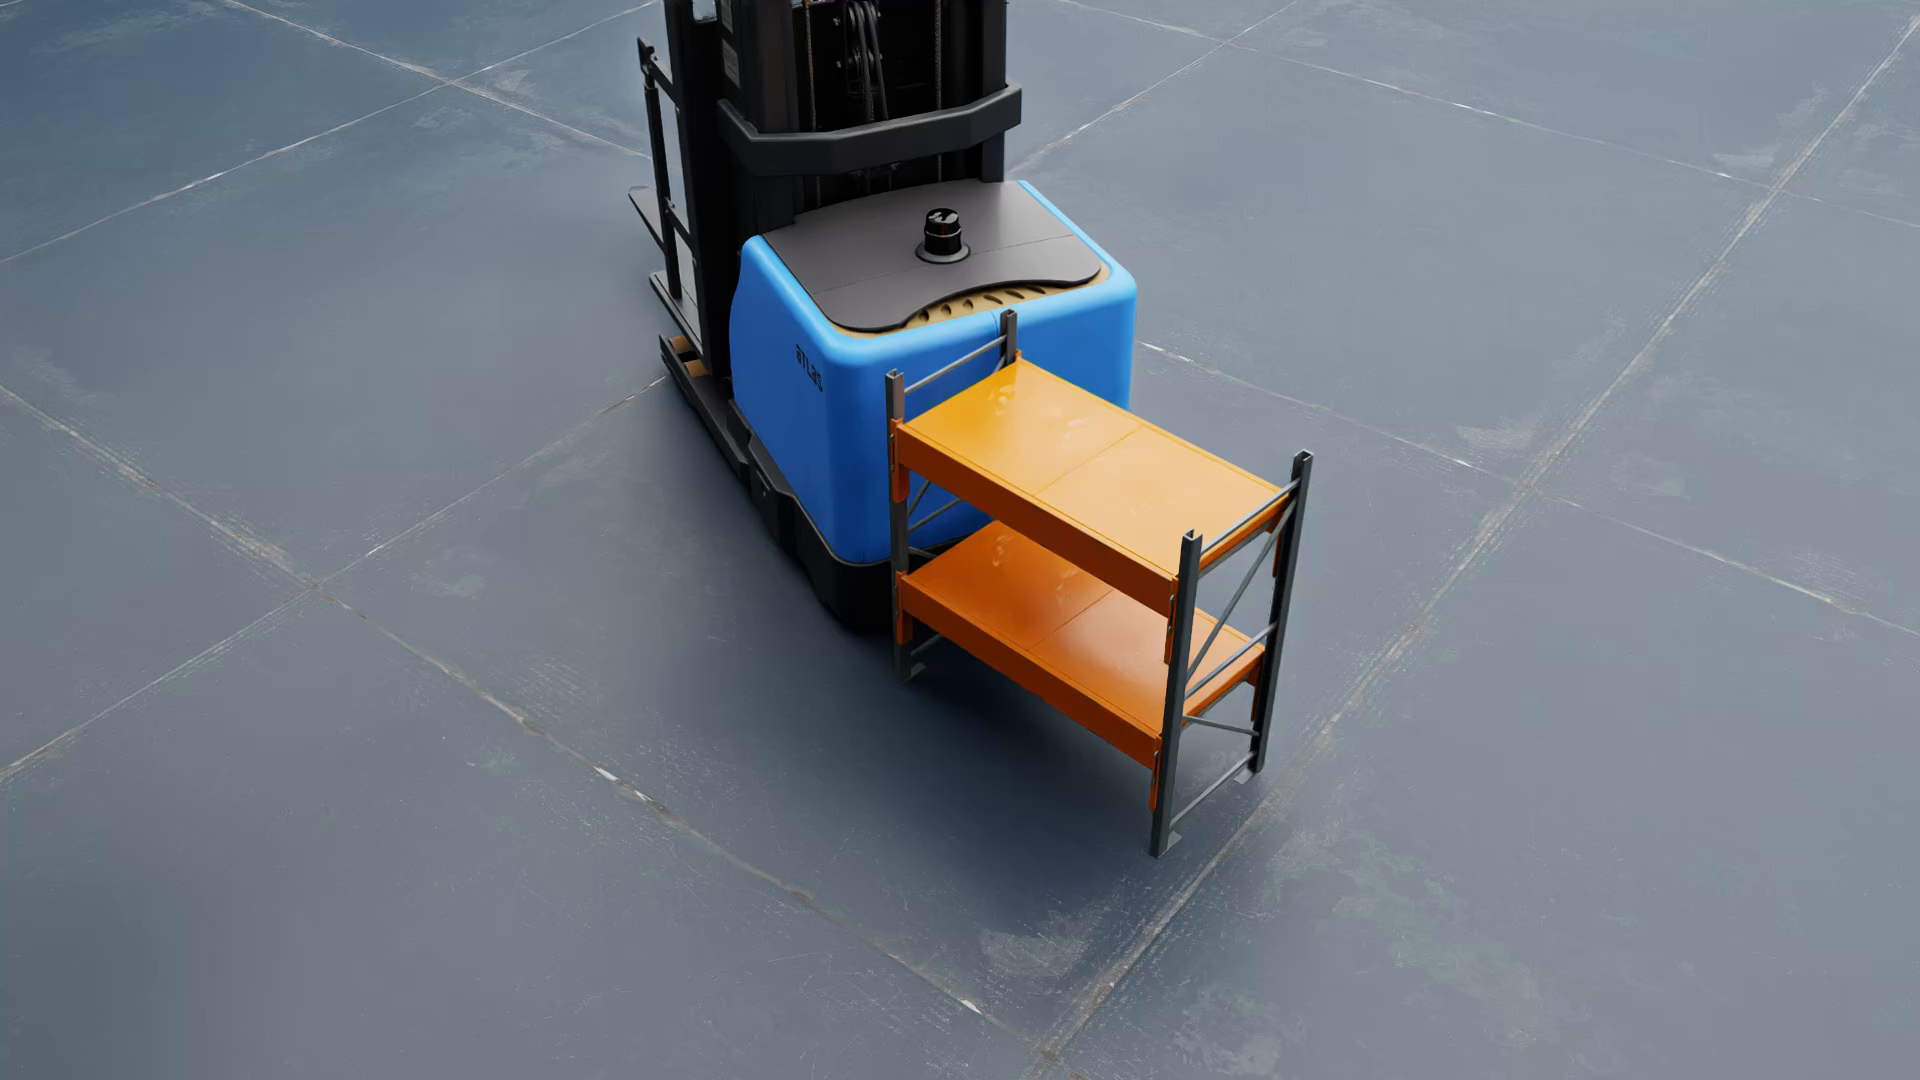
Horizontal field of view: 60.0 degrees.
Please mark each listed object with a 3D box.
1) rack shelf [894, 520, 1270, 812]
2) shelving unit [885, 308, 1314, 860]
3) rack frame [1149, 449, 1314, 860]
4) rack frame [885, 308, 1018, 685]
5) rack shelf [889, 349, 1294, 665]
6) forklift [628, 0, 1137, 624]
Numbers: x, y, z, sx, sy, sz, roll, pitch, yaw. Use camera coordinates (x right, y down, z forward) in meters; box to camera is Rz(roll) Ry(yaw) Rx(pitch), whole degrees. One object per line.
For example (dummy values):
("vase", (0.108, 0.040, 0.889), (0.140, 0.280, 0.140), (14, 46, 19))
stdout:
("rack shelf", (0.346, 0.303, 4.848), (1.000, 0.278, 0.538), (31, 47, 33))
("shelving unit", (0.346, 0.110, 4.697), (1.048, 1.125, 0.538), (31, 47, 33))
("rack frame", (0.711, 0.328, 4.418), (0.032, 1.125, 0.500), (31, 47, 33))
("rack frame", (-0.019, -0.108, 4.976), (0.032, 1.125, 0.500), (31, 47, 33))
("rack shelf", (0.346, -0.120, 4.516), (1.000, 0.278, 0.538), (31, 47, 33))
("forklift", (-0.526, -1.788, 5.657), (1.130, 2.935, 3.031), (-16, 41, -20))
